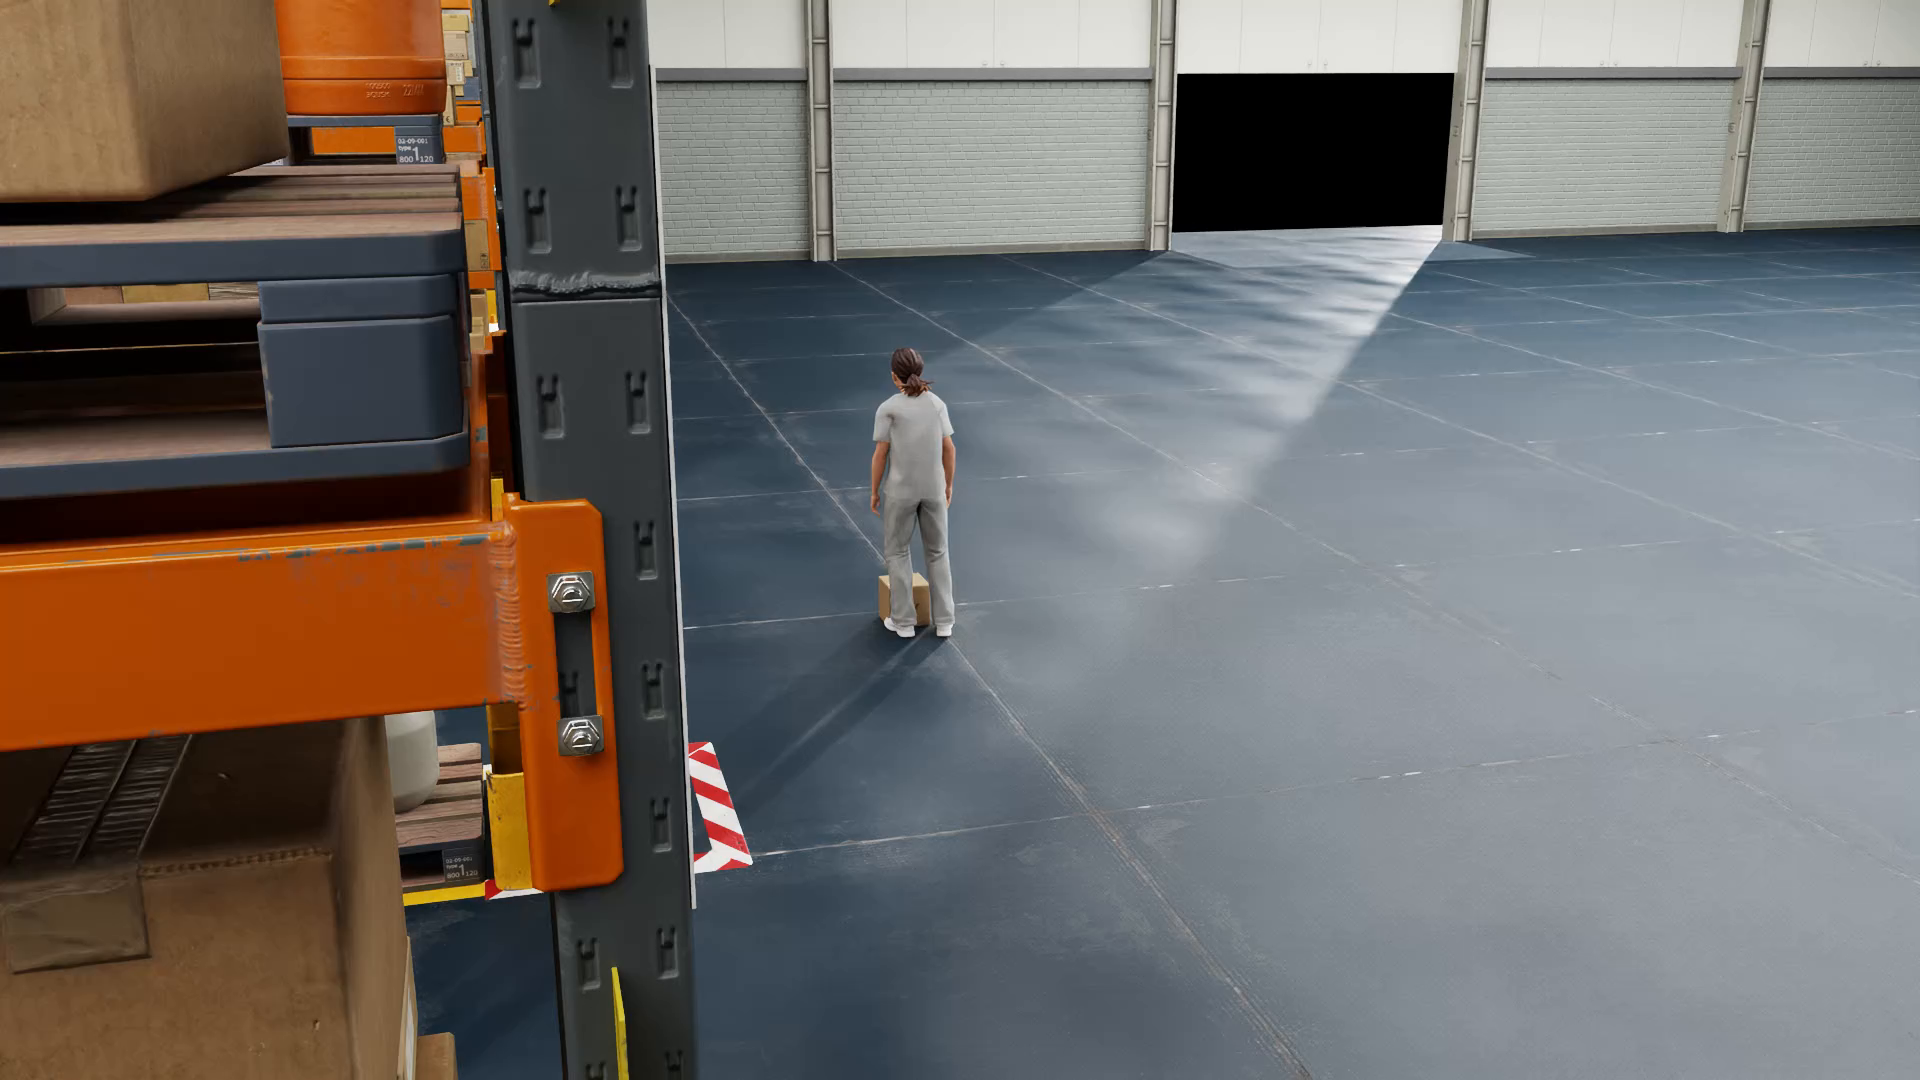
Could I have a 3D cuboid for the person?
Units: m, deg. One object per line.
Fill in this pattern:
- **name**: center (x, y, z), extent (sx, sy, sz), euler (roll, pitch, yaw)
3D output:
- **person**: center (-0.267, -0.266, 9.459), extent (0.511, 1.673, 0.407), euler (-5, 17, -18)
